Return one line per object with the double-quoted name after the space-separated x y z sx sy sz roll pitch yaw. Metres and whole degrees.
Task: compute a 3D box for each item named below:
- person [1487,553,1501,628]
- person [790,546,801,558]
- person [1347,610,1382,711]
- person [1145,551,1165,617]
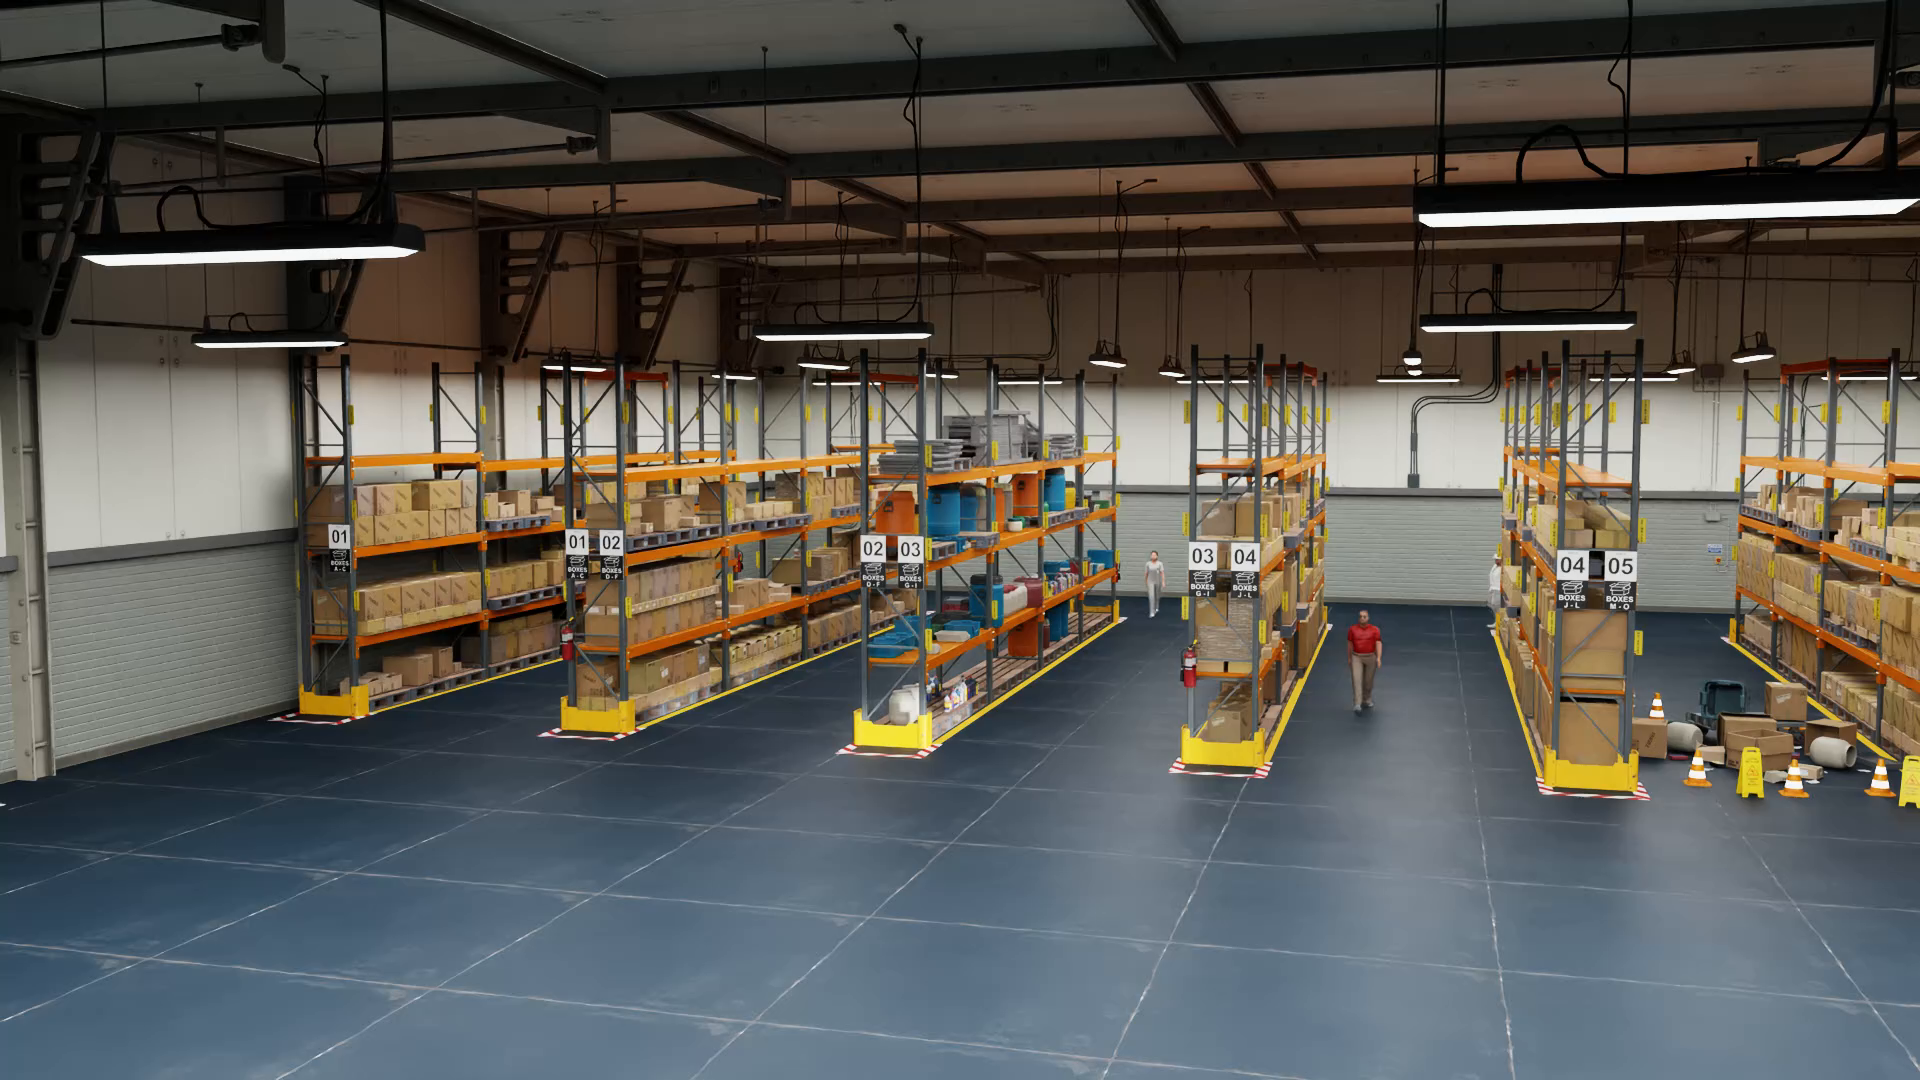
12.631 1.177 38.923 0.611 1.776 0.567 0 4 -1 "person"
-4.202 0.966 42.743 0.550 1.615 1.024 1 4 13 "person"
6.846 2.032 28.125 0.563 1.673 0.988 1 4 11 "person"
4.840 1.075 41.334 0.464 1.620 1.049 0 4 1 "person"
